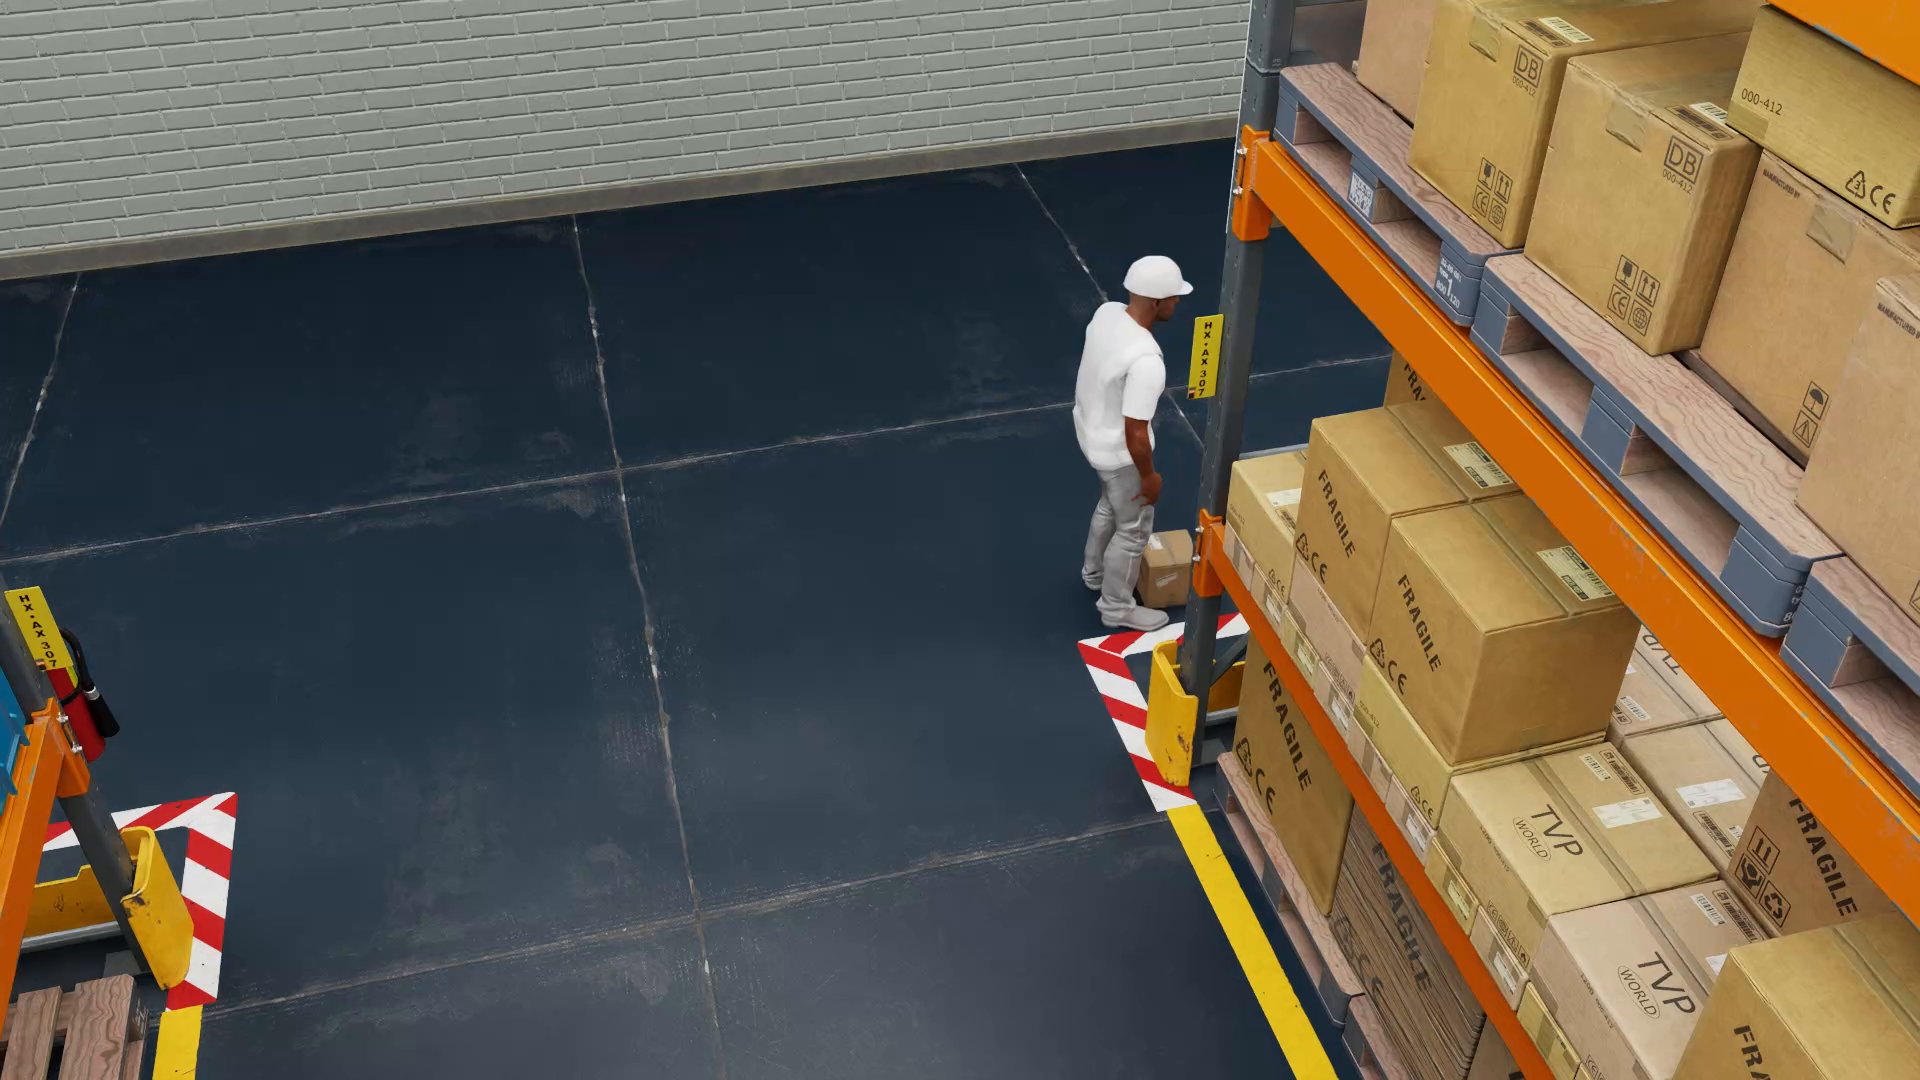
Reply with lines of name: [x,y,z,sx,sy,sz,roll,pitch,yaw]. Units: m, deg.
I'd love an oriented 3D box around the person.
person: [0.734,-0.429,7.251,0.462,1.759,0.622,-7,39,-9]
